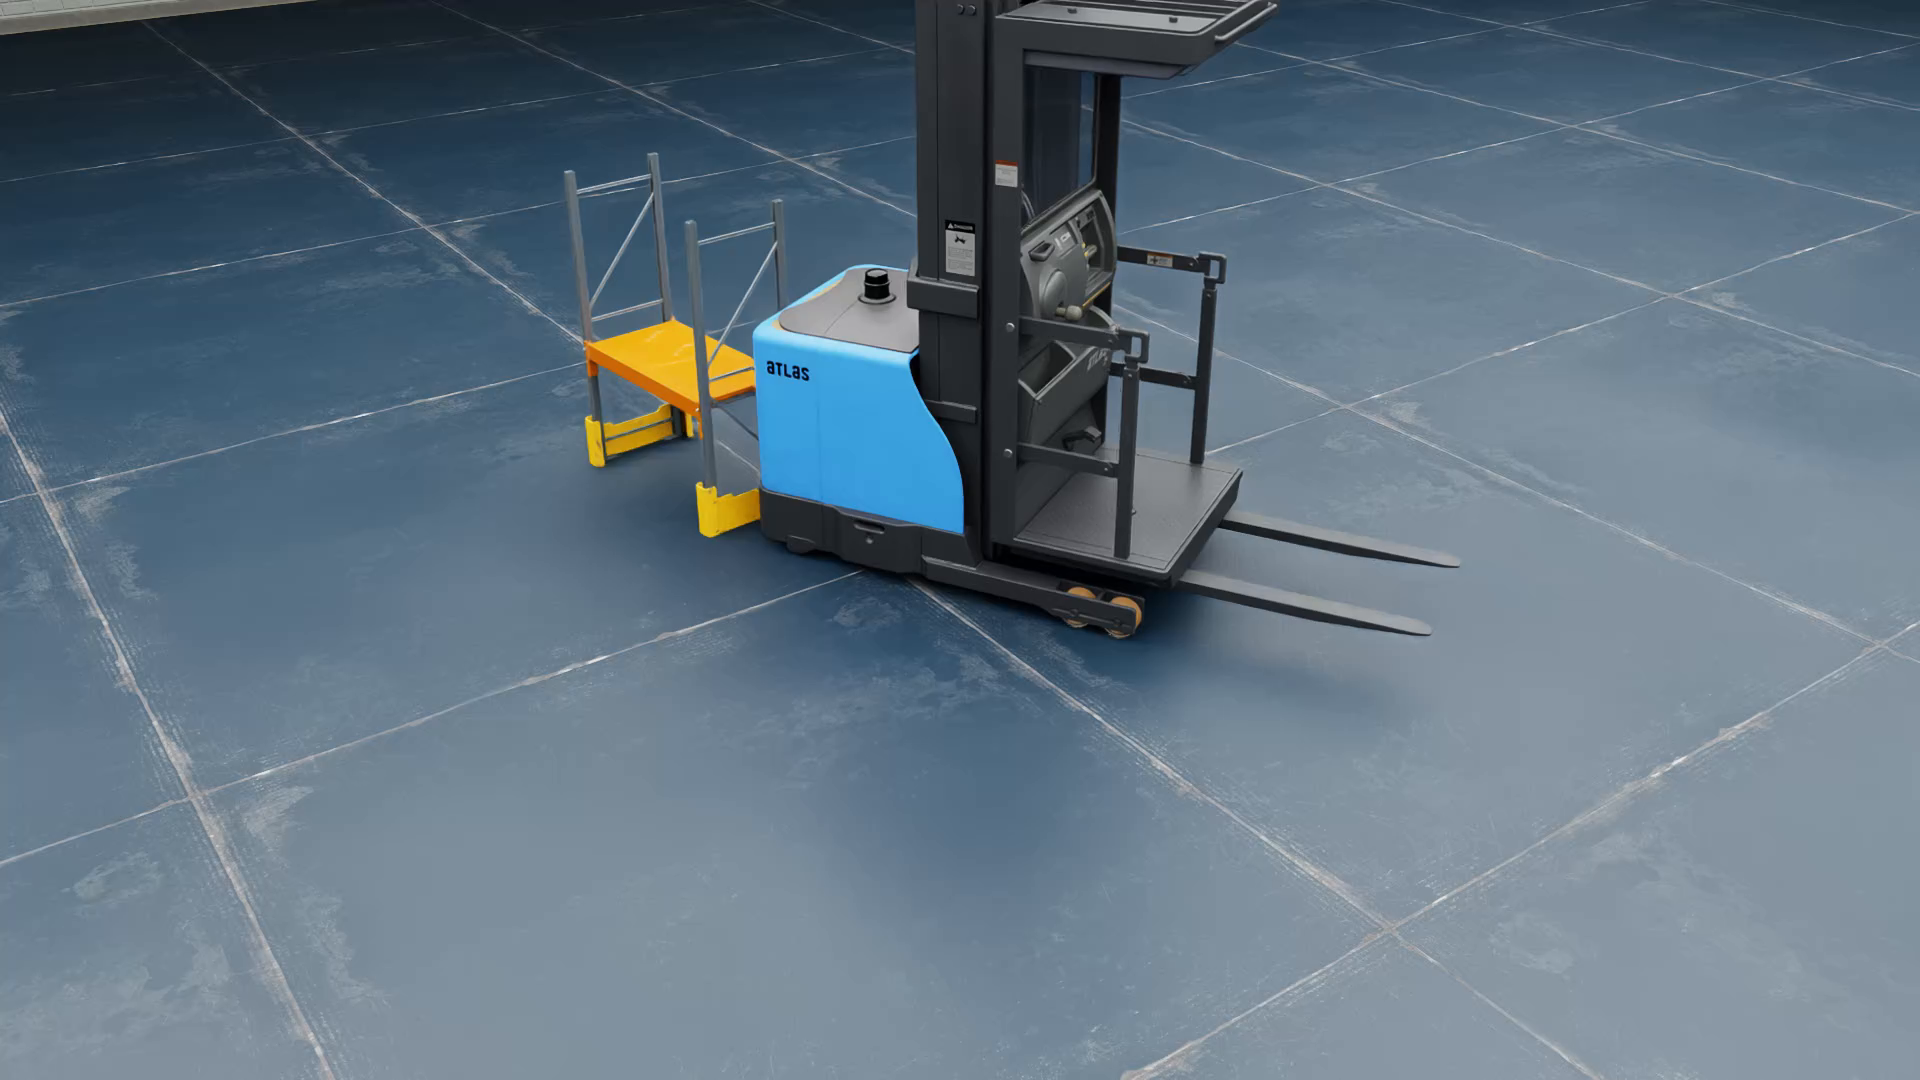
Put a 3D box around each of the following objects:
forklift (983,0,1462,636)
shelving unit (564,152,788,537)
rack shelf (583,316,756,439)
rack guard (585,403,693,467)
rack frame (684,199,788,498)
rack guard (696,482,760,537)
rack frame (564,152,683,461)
[{"bbox_3d":[0.637,-1.167,6.827,3.031,2.935,1.121,13,31,22],"label":"forklift"},{"bbox_3d":[-1.315,-0.954,7.935,0.587,1.500,1.083,-23,36,-36],"label":"shelving unit"},{"bbox_3d":[-1.321,-0.799,8.027,0.538,0.185,1.000,-23,36,-36],"label":"rack shelf"},{"bbox_3d":[-1.646,-0.582,8.560,0.587,0.250,0.087,-23,36,-36],"label":"rack guard"},{"bbox_3d":[-0.983,-0.776,7.607,0.500,1.500,0.032,-23,36,-36],"label":"rack frame"},{"bbox_3d":[-0.984,-0.227,7.906,0.587,0.250,0.087,-23,36,-36],"label":"rack guard"},{"bbox_3d":[-1.659,-1.138,8.275,0.500,1.500,0.032,-23,36,-36],"label":"rack frame"}]
